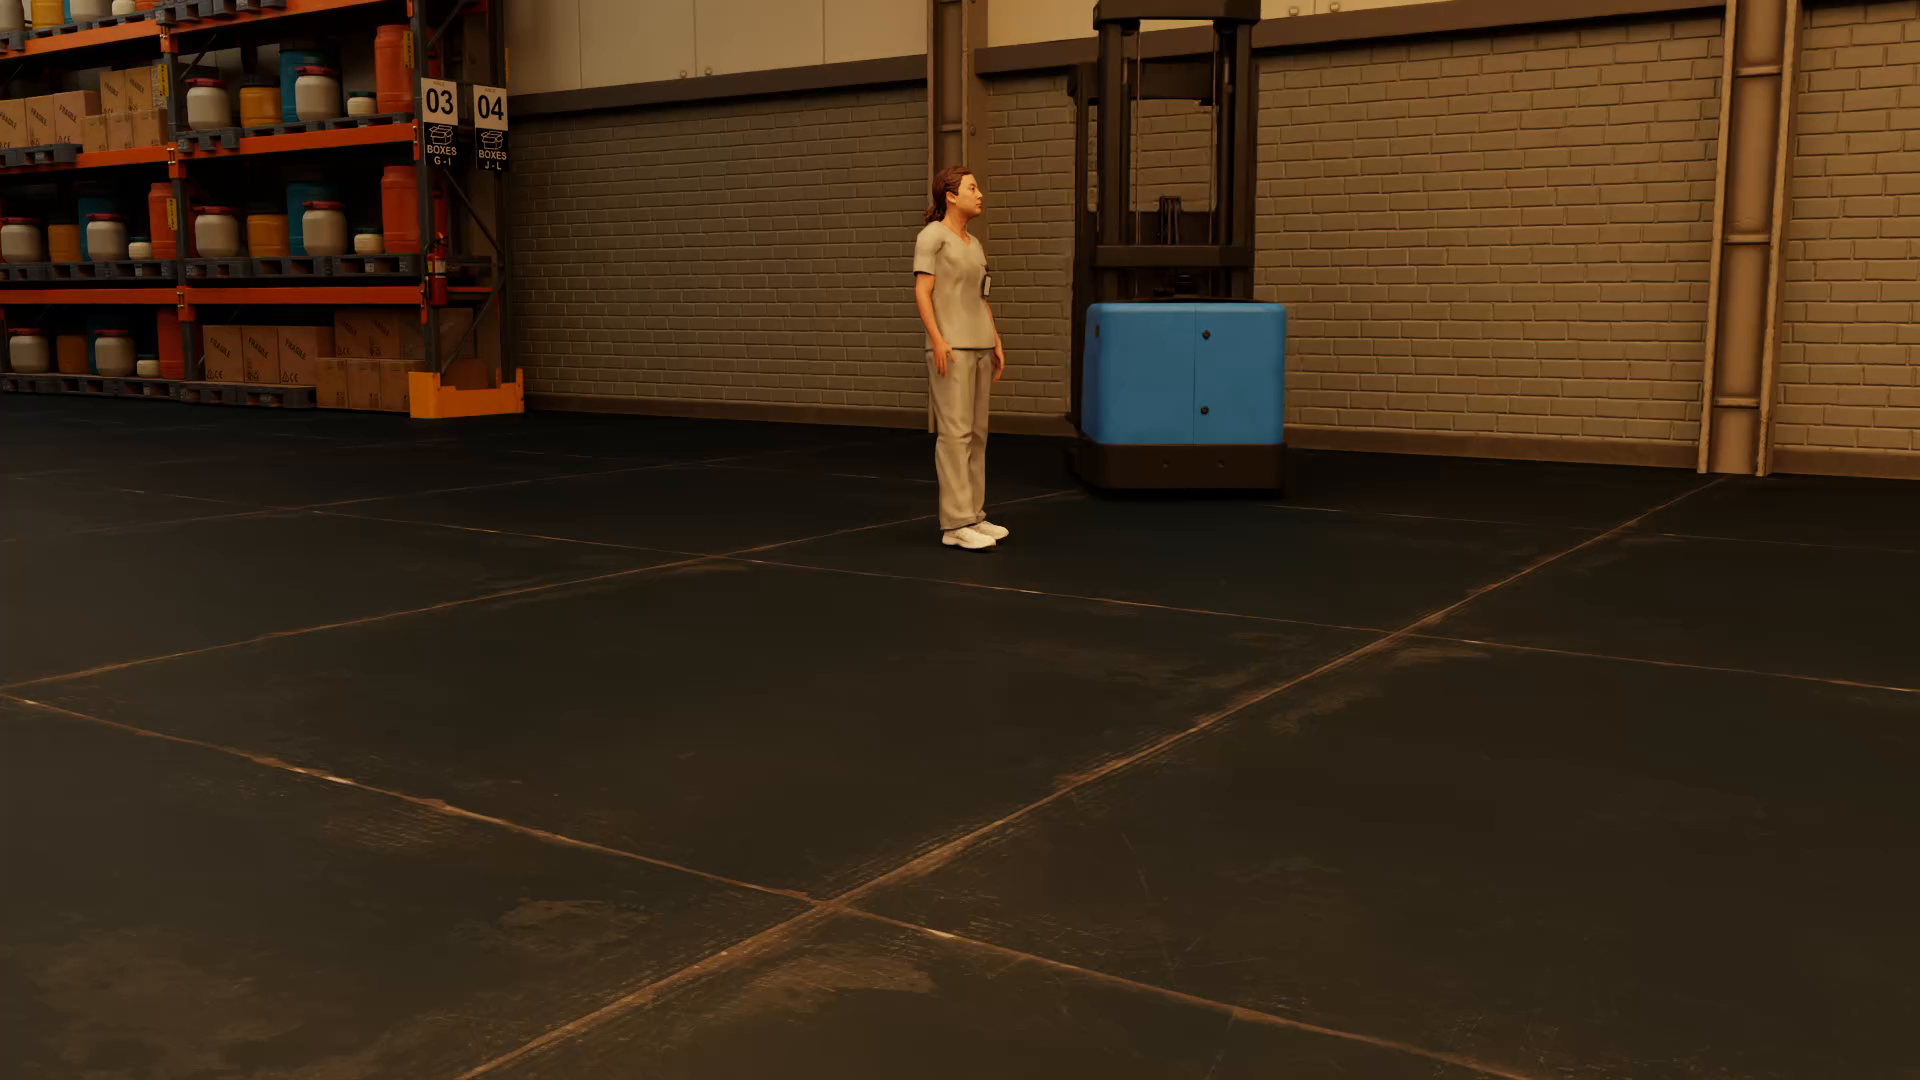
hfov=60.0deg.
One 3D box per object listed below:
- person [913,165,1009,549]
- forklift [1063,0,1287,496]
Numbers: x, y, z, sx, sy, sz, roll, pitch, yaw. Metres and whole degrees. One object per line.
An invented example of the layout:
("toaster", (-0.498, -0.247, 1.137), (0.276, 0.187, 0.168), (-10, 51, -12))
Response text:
("person", (0.054, -0.830, 7.432), (0.548, 1.673, 0.549), (5, 10, 34))
("forklift", (1.239, -1.872, 10.357), (1.130, 2.935, 3.031), (0, 8, -1))
